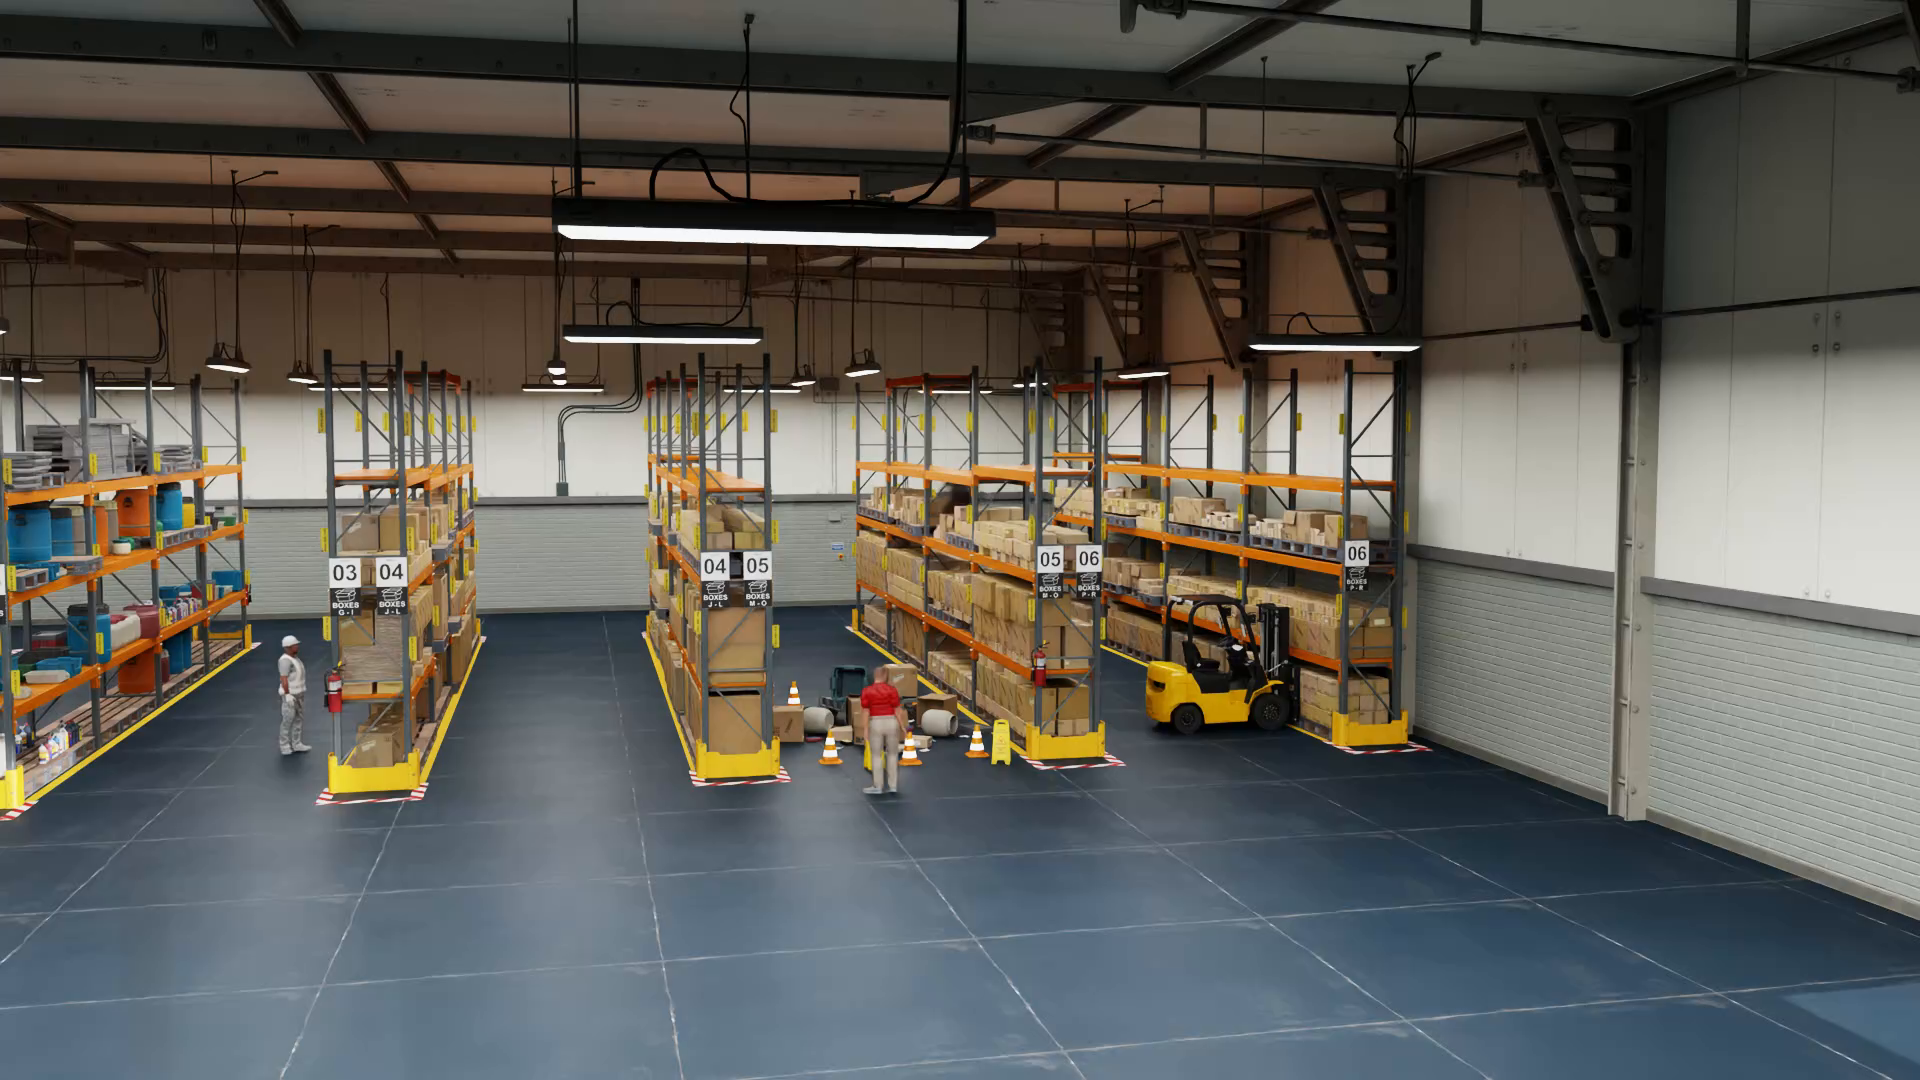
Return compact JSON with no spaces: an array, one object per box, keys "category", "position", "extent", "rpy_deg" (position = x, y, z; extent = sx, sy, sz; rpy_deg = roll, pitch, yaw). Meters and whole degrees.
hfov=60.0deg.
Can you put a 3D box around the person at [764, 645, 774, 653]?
[{"category":"person","position":[-4.283,1.696,36.397],"extent":[0.345,1.565,0.509],"rpy_deg":[-3,5,-32]}]

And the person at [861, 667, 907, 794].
[{"category":"person","position":[-1.031,2.588,22.551],"extent":[0.617,1.764,0.392],"rpy_deg":[0,4,-6]}]

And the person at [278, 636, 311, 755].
[{"category":"person","position":[-10.171,2.354,25.359],"extent":[0.431,1.805,0.615],"rpy_deg":[1,4,10]}]
